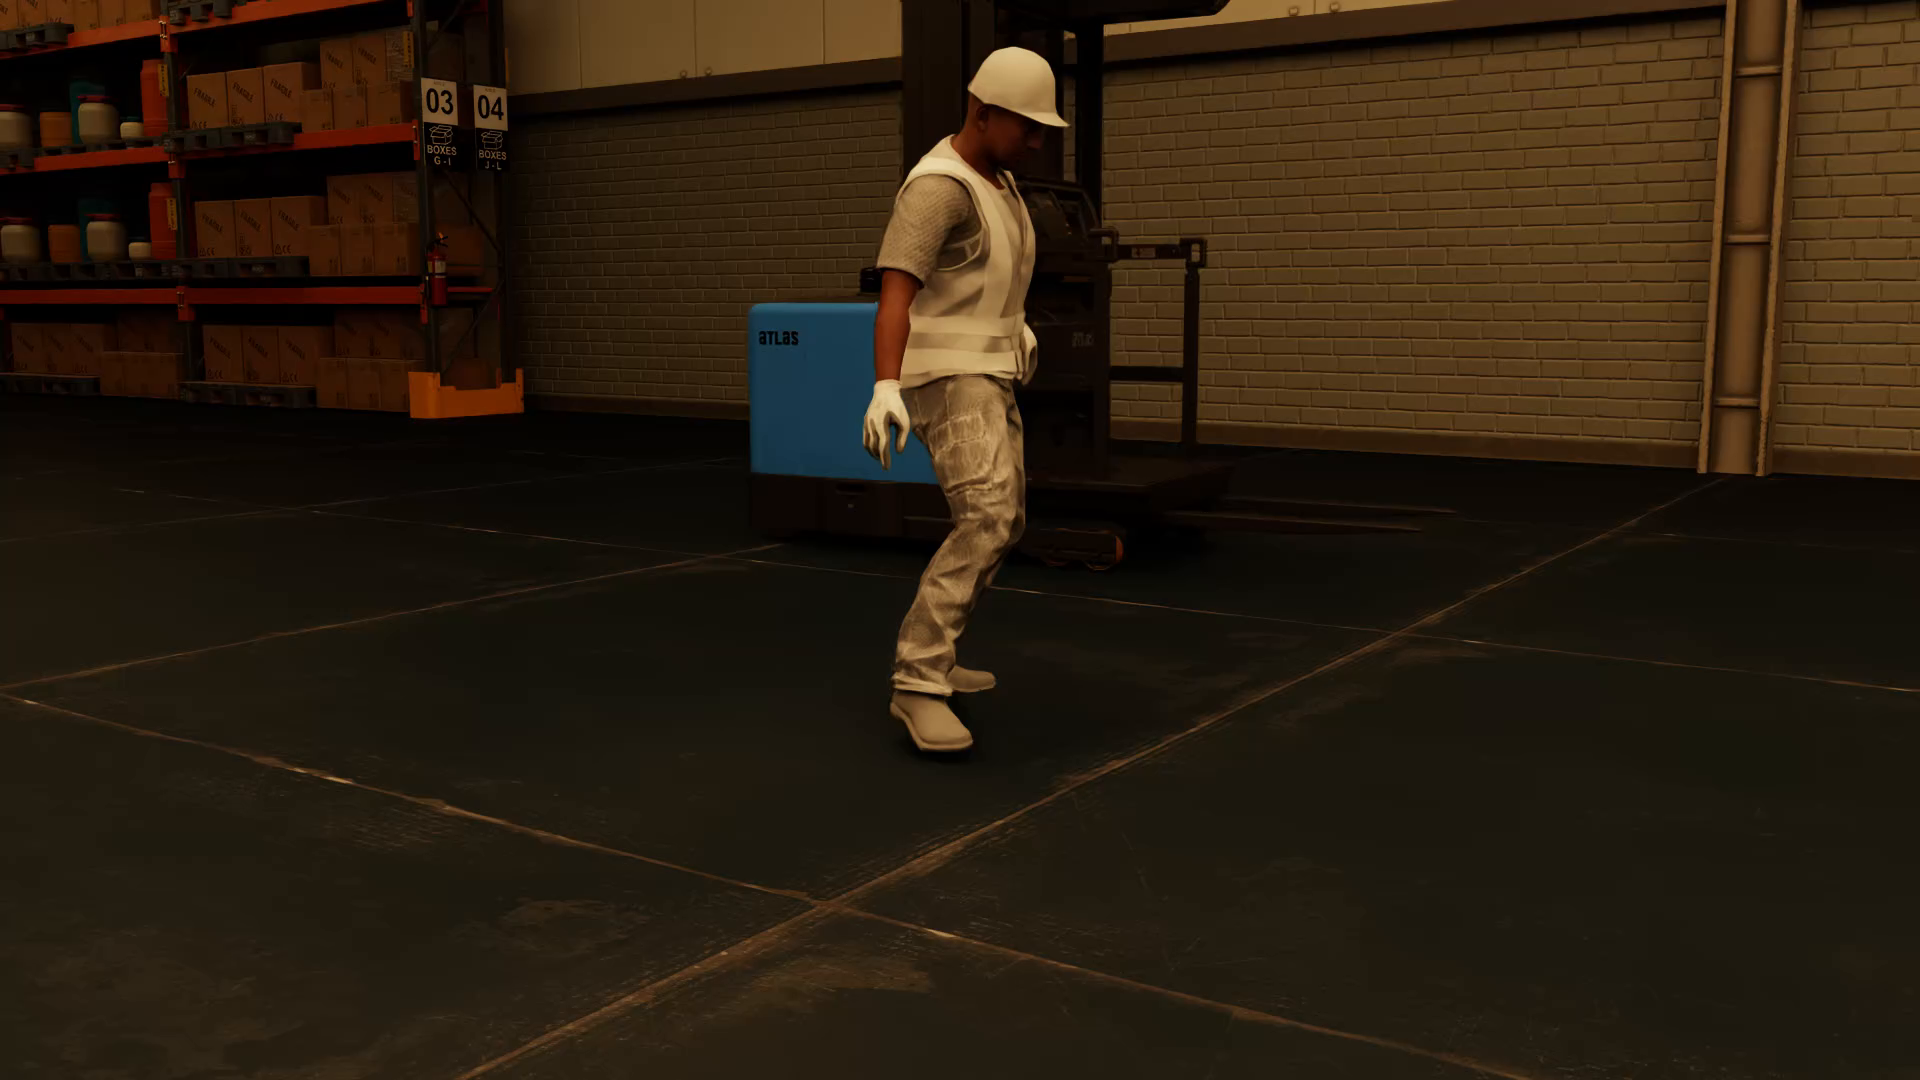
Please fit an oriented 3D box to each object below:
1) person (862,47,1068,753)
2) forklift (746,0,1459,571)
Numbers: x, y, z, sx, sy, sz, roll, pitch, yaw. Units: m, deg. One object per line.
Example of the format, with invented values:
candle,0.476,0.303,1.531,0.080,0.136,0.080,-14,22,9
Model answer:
person,0.037,-0.387,4.328,0.499,1.713,1.107,2,8,14
forklift,0.570,-1.410,7.109,3.031,2.935,1.130,4,9,28
